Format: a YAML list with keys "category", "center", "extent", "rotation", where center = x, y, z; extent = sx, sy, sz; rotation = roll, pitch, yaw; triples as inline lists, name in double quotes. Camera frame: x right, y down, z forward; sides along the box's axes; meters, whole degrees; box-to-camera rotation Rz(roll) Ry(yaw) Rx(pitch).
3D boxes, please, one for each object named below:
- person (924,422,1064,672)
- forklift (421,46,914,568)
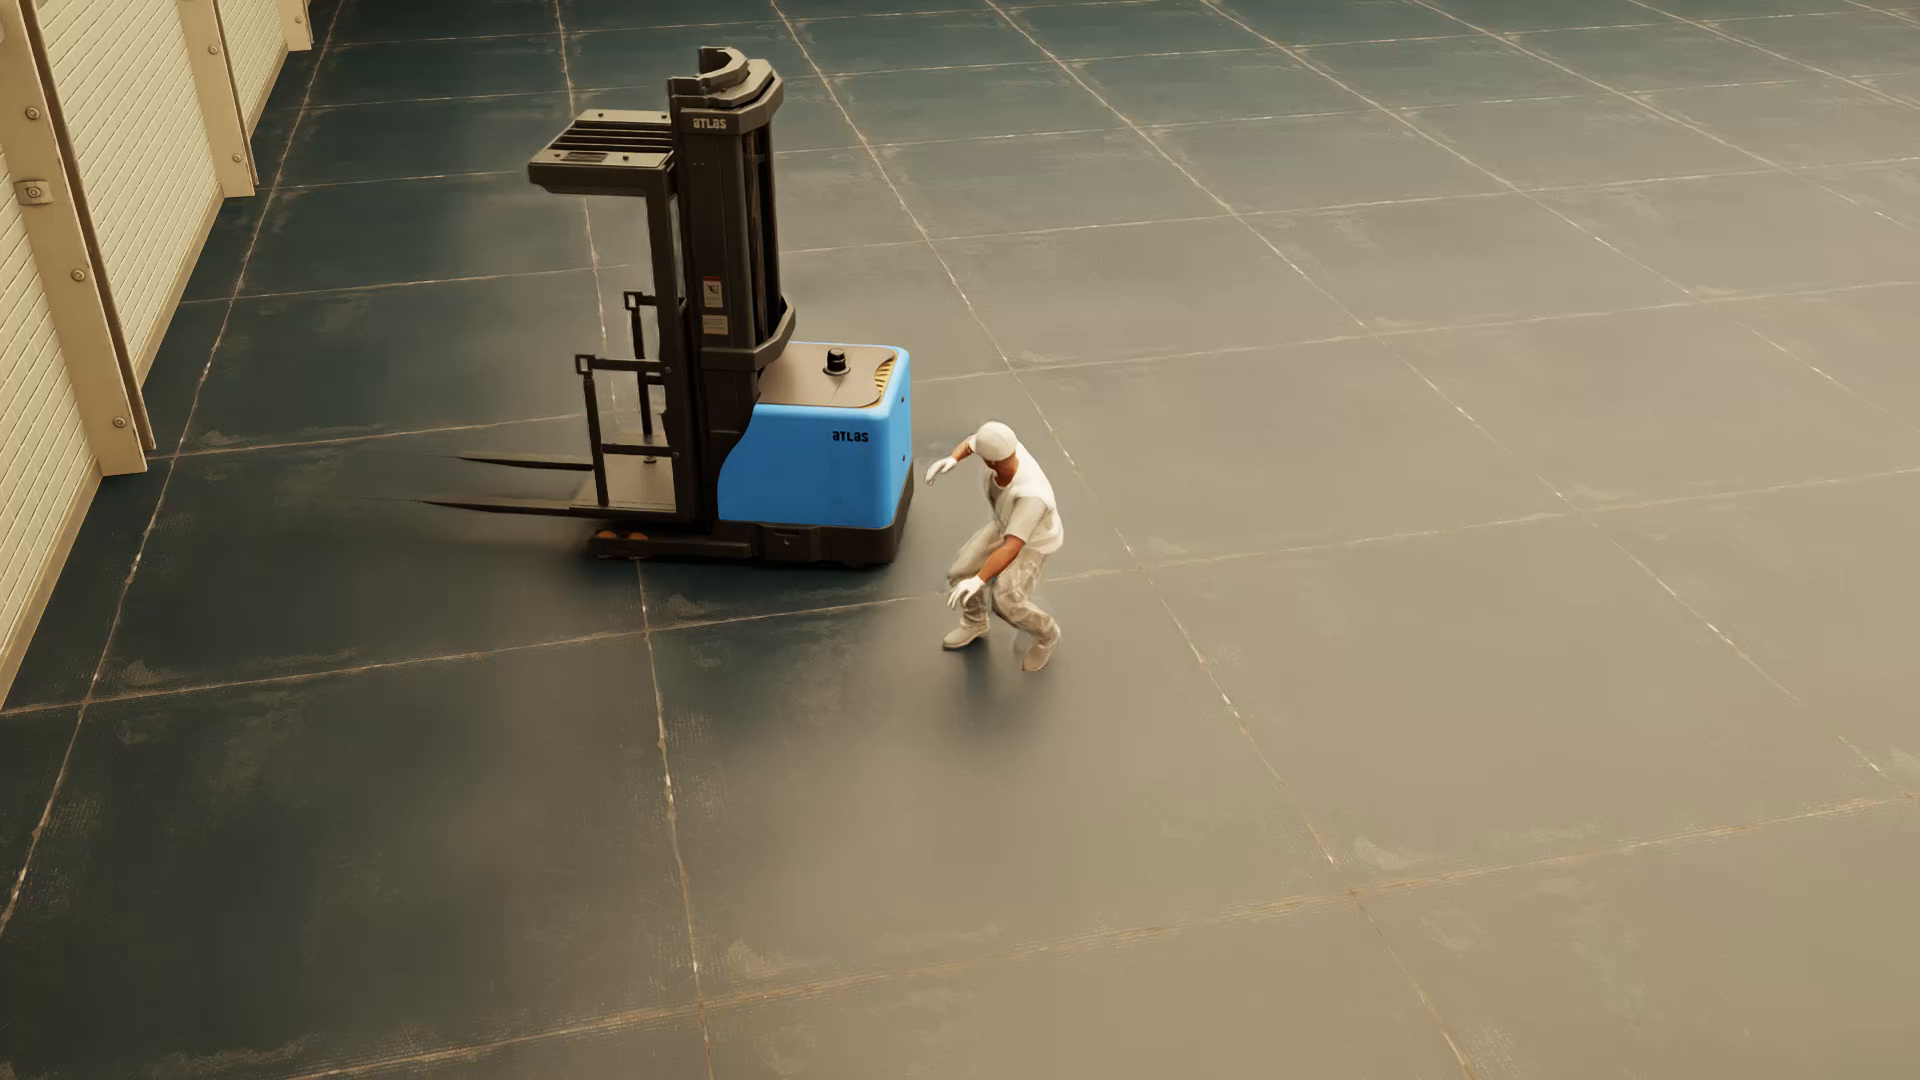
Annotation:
- category: "person"
  center: [0.129, 0.029, 8.986]
  extent: [0.964, 1.500, 0.829]
  rotation: [-21, 36, -31]
- category: "forklift"
  center: [-1.856, -1.403, 9.999]
  extent: [3.031, 2.935, 1.130]
  rotation: [3, 30, 6]
